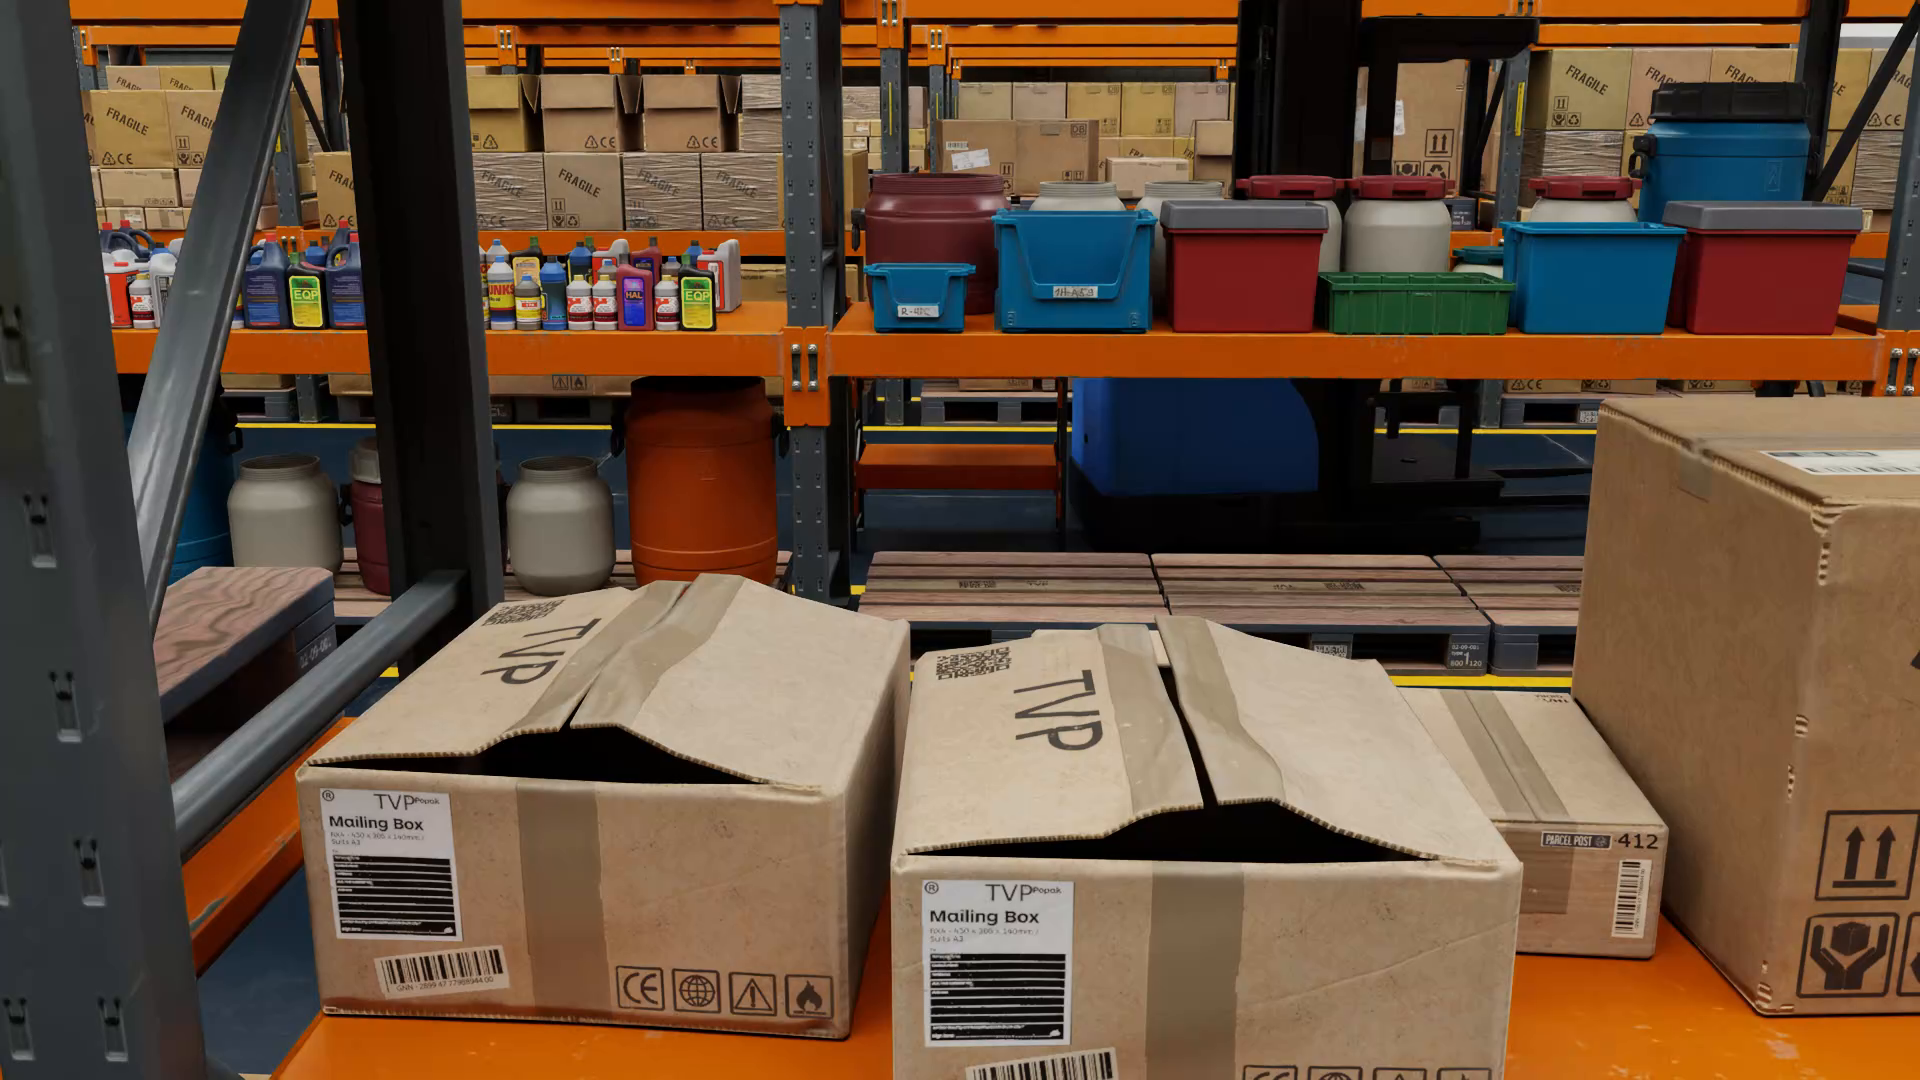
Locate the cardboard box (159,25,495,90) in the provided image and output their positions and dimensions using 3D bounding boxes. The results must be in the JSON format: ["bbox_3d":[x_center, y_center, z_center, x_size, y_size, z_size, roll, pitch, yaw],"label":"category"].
[{"bbox_3d":[-5.099,-3.942,15.910,4.819,2.340,0.603,1,15,3],"label":"cardboard box"}]

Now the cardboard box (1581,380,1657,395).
[{"bbox_3d":[4.536,-1.298,11.458,0.500,0.500,0.500,5,16,19],"label":"cardboard box"}]

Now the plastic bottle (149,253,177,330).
[{"bbox_3d":[0.869,-0.389,6.295,7.774,1.356,0.255,0,15,1],"label":"plastic bottle"}]

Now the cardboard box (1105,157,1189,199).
[{"bbox_3d":[1.235,-2.406,11.049,0.500,0.250,0.500,0,15,0],"label":"cardboard box"}]

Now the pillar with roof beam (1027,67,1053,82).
[{"bbox_3d":[1.158,-8.162,21.636,0.400,9.000,9.100,0,15,1],"label":"pillar with roof beam"}]

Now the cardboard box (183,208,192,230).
[{"bbox_3d":[-5.004,-2.169,11.175,0.250,0.149,0.380,1,15,3],"label":"cardboard box"}]

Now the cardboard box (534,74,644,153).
[{"bbox_3d":[0.711,-3.222,11.045,7.084,1.250,1.196,0,15,-1],"label":"cardboard box"}]

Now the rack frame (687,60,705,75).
[{"bbox_3d":[-4.057,-6.164,25.823,0.127,3.000,1.000,0,15,1],"label":"rack frame"}]

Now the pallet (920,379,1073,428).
[{"bbox_3d":[0.347,-0.991,11.682,1.213,0.211,1.003,0,15,1],"label":"pallet"}]

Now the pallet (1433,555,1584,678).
[{"bbox_3d":[2.652,0.298,6.798,1.213,0.211,1.003,0,15,1],"label":"pallet"}]

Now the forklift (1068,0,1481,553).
[{"bbox_3d":[20.331,0.448,1.069,37.947,2.843,19.219,-1,15,-5],"label":"forklift"}]

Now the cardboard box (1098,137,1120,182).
[{"bbox_3d":[1.248,-3.579,15.831,0.500,0.500,0.500,0,15,1],"label":"cardboard box"}]

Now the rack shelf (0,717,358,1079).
[{"bbox_3d":[-2.690,0.516,1.913,4.000,0.370,1.077,0,15,1],"label":"rack shelf"}]

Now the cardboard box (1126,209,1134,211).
[{"bbox_3d":[2.643,-5.174,25.903,0.625,0.625,0.875,0,15,1],"label":"cardboard box"}]

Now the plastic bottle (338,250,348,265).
[{"bbox_3d":[-2.300,-0.964,6.344,0.133,0.283,0.061,0,15,1],"label":"plastic bottle"}]

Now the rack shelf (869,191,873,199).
[{"bbox_3d":[-2.206,-3.274,16.280,4.000,0.370,1.077,0,15,1],"label":"rack shelf"}]

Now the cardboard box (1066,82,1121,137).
[{"bbox_3d":[1.261,-4.129,15.956,0.500,0.500,0.700,0,15,1],"label":"cardboard box"}]

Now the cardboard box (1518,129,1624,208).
[{"bbox_3d":[4.013,-2.492,11.126,0.500,0.500,0.875,0,15,1],"label":"cardboard box"}]

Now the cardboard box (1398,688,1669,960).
[{"bbox_3d":[0.585,0.297,1.826,0.250,0.149,0.380,1,15,6],"label":"cardboard box"}]

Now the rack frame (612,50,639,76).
[{"bbox_3d":[-4.180,-4.898,21.025,0.127,3.000,1.000,0,15,1],"label":"rack frame"}]

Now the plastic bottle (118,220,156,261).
[{"bbox_3d":[-3.447,-1.160,6.953,0.185,0.351,0.144,0,15,1],"label":"plastic bottle"}]

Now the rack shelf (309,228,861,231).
[{"bbox_3d":[-2.434,-2.104,11.463,3.809,0.124,0.919,0,15,1],"label":"rack shelf"}]

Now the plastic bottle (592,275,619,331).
[{"bbox_3d":[-1.322,-0.886,6.208,0.097,0.201,0.097,0,15,0],"label":"plastic bottle"}]

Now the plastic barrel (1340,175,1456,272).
[{"bbox_3d":[1.754,-1.188,6.697,0.433,0.535,0.433,0,15,0],"label":"plastic barrel"}]

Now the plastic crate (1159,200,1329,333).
[{"bbox_3d":[1.047,-1.024,6.215,0.583,0.464,0.402,0,15,1],"label":"plastic crate"}]

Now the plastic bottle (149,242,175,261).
[{"bbox_3d":[-3.272,-1.088,6.835,0.097,0.271,0.097,0,15,0],"label":"plastic bottle"}]

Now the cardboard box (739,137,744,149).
[{"bbox_3d":[-2.002,-3.729,15.681,0.250,0.149,0.380,1,15,3],"label":"cardboard box"}]

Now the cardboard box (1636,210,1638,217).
[{"bbox_3d":[4.522,-2.120,10.989,0.250,0.149,0.380,0,15,1],"label":"cardboard box"}]

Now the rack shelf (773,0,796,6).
[{"bbox_3d":[-2.560,-2.197,6.318,4.000,0.370,1.077,0,15,1],"label":"rack shelf"}]

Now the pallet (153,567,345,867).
[{"bbox_3d":[-1.370,0.288,1.745,1.003,0.211,1.213,0,15,1],"label":"pallet"}]

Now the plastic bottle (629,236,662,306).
[{"bbox_3d":[-1.312,-1.124,6.949,0.133,0.283,0.061,0,15,1],"label":"plastic bottle"}]

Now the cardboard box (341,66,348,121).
[{"bbox_3d":[-5.710,-4.254,15.843,0.500,0.500,0.500,1,15,3],"label":"cardboard box"}]

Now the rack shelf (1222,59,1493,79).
[{"bbox_3d":[5.940,-7.201,25.285,4.000,0.370,1.077,0,15,1],"label":"rack shelf"}]

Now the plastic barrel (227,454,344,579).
[{"bbox_3d":[-2.746,-0.069,6.774,0.421,0.512,0.421,0,15,0],"label":"plastic barrel"}]

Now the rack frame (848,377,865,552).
[{"bbox_3d":[-0.515,-0.547,8.209,0.032,1.125,0.500,0,15,1],"label":"rack frame"}]

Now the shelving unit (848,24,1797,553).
[{"bbox_3d":[6.365,-5.304,16.685,13.307,6.000,19.663,0,15,1],"label":"shelving unit"}]

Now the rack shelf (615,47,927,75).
[{"bbox_3d":[-2.180,-5.987,20.684,4.000,0.370,1.077,0,15,1],"label":"rack shelf"}]

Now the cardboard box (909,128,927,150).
[{"bbox_3d":[-0.672,-4.979,20.647,0.500,0.250,0.500,0,15,1],"label":"cardboard box"}]

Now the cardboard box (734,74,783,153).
[{"bbox_3d":[-1.165,-2.887,11.240,0.637,0.503,0.797,1,15,3],"label":"cardboard box"}]
